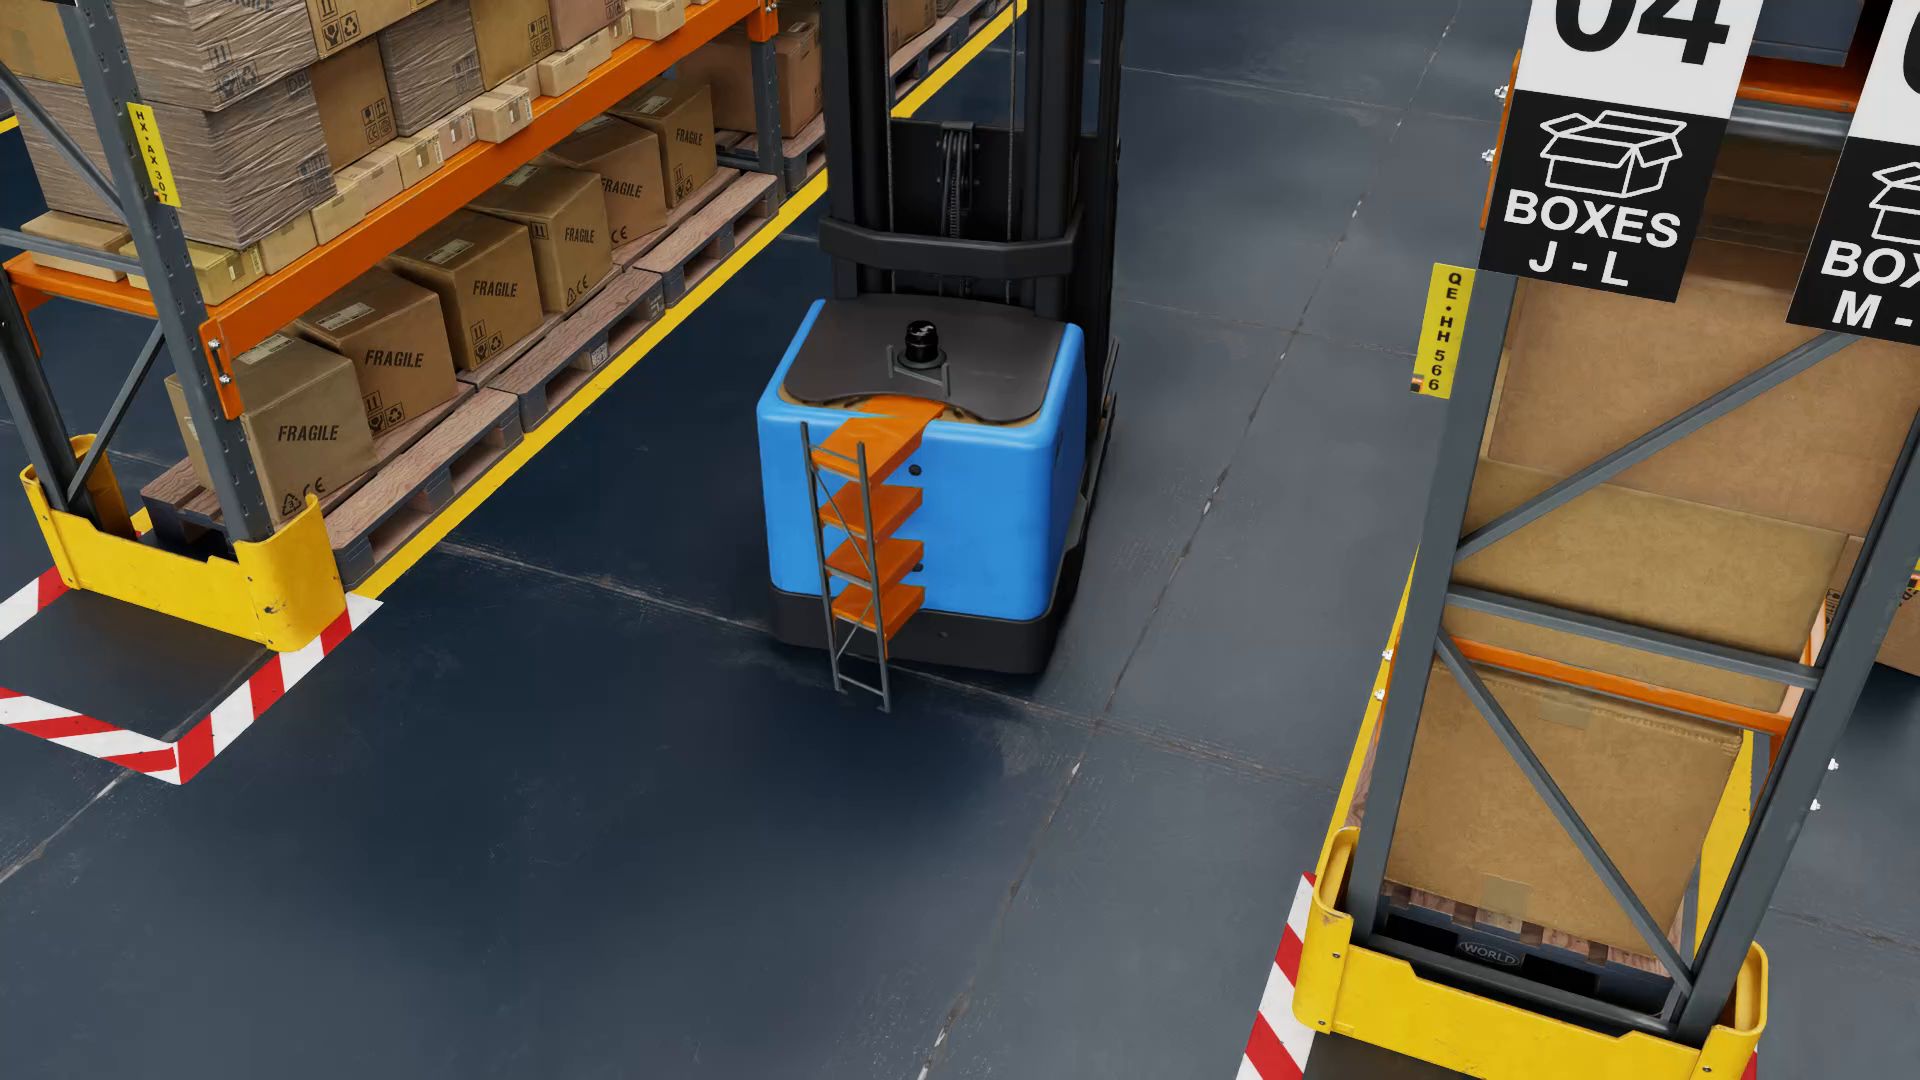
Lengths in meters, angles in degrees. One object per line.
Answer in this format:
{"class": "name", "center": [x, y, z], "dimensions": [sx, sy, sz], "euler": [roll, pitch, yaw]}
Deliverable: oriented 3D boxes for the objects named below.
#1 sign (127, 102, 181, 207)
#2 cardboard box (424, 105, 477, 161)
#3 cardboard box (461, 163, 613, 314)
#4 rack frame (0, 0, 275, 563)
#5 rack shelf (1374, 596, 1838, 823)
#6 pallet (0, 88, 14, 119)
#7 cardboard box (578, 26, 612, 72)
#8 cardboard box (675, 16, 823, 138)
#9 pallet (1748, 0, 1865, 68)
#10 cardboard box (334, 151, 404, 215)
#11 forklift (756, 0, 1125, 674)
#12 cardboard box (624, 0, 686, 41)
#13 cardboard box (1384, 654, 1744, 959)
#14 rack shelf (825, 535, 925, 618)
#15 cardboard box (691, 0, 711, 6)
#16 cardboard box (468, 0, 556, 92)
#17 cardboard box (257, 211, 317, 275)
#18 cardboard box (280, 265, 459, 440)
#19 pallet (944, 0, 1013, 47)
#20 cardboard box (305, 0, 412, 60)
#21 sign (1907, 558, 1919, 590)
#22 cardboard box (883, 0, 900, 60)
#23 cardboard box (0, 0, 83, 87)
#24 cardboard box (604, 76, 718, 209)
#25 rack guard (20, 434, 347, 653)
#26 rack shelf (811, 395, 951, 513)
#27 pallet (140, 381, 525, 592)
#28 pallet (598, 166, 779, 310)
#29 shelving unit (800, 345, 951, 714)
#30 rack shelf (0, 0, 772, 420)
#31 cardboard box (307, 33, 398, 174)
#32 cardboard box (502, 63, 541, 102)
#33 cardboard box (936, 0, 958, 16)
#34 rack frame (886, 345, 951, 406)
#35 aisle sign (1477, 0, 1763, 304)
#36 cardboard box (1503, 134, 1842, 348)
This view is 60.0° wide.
{"class": "sign", "center": [-2.473, -1.179, 5.099], "dimensions": [0.100, 0.325, 0.005], "euler": [14, 39, 18]}
{"class": "cardboard box", "center": [-2.177, -1.653, 6.665], "dimensions": [0.380, 0.149, 0.250], "euler": [14, 39, 18]}
{"class": "cardboard box", "center": [-2.017, -1.445, 7.915], "dimensions": [0.500, 0.500, 0.500], "euler": [11, 38, 14]}
{"class": "rack frame", "center": [-2.975, -0.956, 5.524], "dimensions": [1.000, 3.000, 0.127], "euler": [14, 39, 18]}
{"class": "rack shelf", "center": [2.334, -0.589, 5.634], "dimensions": [1.077, 0.370, 4.000], "euler": [14, 39, 18]}
{"class": "pallet", "center": [-6.328, -2.820, 10.346], "dimensions": [1.003, 0.211, 1.213], "euler": [14, 39, 18]}
{"class": "cardboard box", "center": [-1.785, -2.203, 7.402], "dimensions": [0.380, 0.149, 0.250], "euler": [14, 39, 18]}
{"class": "cardboard box", "center": [-1.200, -2.681, 9.552], "dimensions": [0.700, 0.500, 0.500], "euler": [11, 38, 14]}
{"class": "pallet", "center": [1.846, -1.349, 3.618], "dimensions": [1.003, 0.211, 1.213], "euler": [14, 39, 18]}
{"class": "cardboard box", "center": [-2.348, -1.371, 6.289], "dimensions": [0.380, 0.149, 0.250], "euler": [14, 39, 18]}
{"class": "forklift", "center": [0.084, -1.572, 6.406], "dimensions": [1.130, 2.935, 3.031], "euler": [7, 37, 9]}
{"class": "cardboard box", "center": [-1.510, -2.459, 7.745], "dimensions": [0.380, 0.149, 0.250], "euler": [14, 39, 18]}
{"class": "cardboard box", "center": [1.770, 0.522, 4.970], "dimensions": [0.875, 0.875, 0.875], "euler": [14, 39, 18]}
{"class": "rack shelf", "center": [-0.241, 0.035, 5.789], "dimensions": [0.258, 0.148, 0.480], "euler": [20, 46, 26]}
{"class": "cardboard box", "center": [-1.367, -2.748, 8.131], "dimensions": [0.380, 0.149, 0.250], "euler": [14, 39, 18]}
{"class": "cardboard box", "center": [-2.230, -2.259, 6.935], "dimensions": [0.875, 0.500, 0.500], "euler": [14, 39, 18]}
{"class": "cardboard box", "center": [-2.533, -1.093, 5.917], "dimensions": [0.380, 0.149, 0.250], "euler": [14, 39, 18]}
{"class": "cardboard box", "center": [-2.526, -0.804, 7.057], "dimensions": [0.500, 0.500, 0.500], "euler": [25, 43, 29]}
{"class": "pallet", "center": [-0.230, -3.836, 11.706], "dimensions": [1.003, 0.211, 1.213], "euler": [14, 39, 18]}
{"class": "cardboard box", "center": [-2.317, -2.033, 5.798], "dimensions": [0.500, 0.500, 0.500], "euler": [14, 39, 18]}
{"class": "sign", "center": [2.084, -0.019, 3.481], "dimensions": [0.100, 0.325, 0.005], "euler": [14, 39, 18]}
{"class": "cardboard box", "center": [-0.788, -3.250, 10.314], "dimensions": [0.700, 0.500, 0.500], "euler": [11, 38, 14]}
{"class": "cardboard box", "center": [-2.994, -1.877, 5.588], "dimensions": [0.500, 0.500, 0.500], "euler": [14, 39, 18]}
{"class": "cardboard box", "center": [-1.642, -2.125, 8.825], "dimensions": [0.500, 0.500, 0.500], "euler": [13, 39, 16]}
{"class": "rack guard", "center": [-2.946, 0.003, 6.328], "dimensions": [1.175, 0.500, 0.348], "euler": [14, 39, 18]}
{"class": "rack shelf", "center": [-0.263, -0.316, 5.493], "dimensions": [0.258, 0.148, 0.480], "euler": [20, 46, 26]}
{"class": "pallet", "center": [-2.604, -0.323, 7.006], "dimensions": [1.003, 0.211, 1.213], "euler": [14, 39, 18]}
{"class": "pallet", "center": [-1.676, -1.674, 8.813], "dimensions": [1.003, 0.211, 1.213], "euler": [14, 39, 18]}
{"class": "shelving unit", "center": [-0.245, -0.016, 5.746], "dimensions": [0.258, 1.200, 0.503], "euler": [20, 46, 26]}
{"class": "rack shelf", "center": [-2.214, -1.775, 7.221], "dimensions": [1.077, 0.370, 4.000], "euler": [14, 39, 18]}
{"class": "cardboard box", "center": [-2.661, -1.718, 6.211], "dimensions": [0.875, 0.500, 0.500], "euler": [14, 39, 18]}
{"class": "cardboard box", "center": [-2.013, -1.936, 7.045], "dimensions": [0.380, 0.149, 0.250], "euler": [14, 39, 18]}
{"class": "cardboard box", "center": [-0.367, -3.875, 11.149], "dimensions": [0.700, 0.500, 0.500], "euler": [11, 38, 14]}
{"class": "rack frame", "center": [-0.114, -0.154, 5.900], "dimensions": [0.240, 1.200, 0.015], "euler": [20, 46, 26]}
{"class": "aisle sign", "center": [1.269, -0.841, 3.198], "dimensions": [0.394, 0.787, 0.004], "euler": [14, 39, 18]}
{"class": "cardboard box", "center": [1.874, -0.785, 4.268], "dimensions": [0.875, 0.550, 0.550], "euler": [14, 39, 18]}
